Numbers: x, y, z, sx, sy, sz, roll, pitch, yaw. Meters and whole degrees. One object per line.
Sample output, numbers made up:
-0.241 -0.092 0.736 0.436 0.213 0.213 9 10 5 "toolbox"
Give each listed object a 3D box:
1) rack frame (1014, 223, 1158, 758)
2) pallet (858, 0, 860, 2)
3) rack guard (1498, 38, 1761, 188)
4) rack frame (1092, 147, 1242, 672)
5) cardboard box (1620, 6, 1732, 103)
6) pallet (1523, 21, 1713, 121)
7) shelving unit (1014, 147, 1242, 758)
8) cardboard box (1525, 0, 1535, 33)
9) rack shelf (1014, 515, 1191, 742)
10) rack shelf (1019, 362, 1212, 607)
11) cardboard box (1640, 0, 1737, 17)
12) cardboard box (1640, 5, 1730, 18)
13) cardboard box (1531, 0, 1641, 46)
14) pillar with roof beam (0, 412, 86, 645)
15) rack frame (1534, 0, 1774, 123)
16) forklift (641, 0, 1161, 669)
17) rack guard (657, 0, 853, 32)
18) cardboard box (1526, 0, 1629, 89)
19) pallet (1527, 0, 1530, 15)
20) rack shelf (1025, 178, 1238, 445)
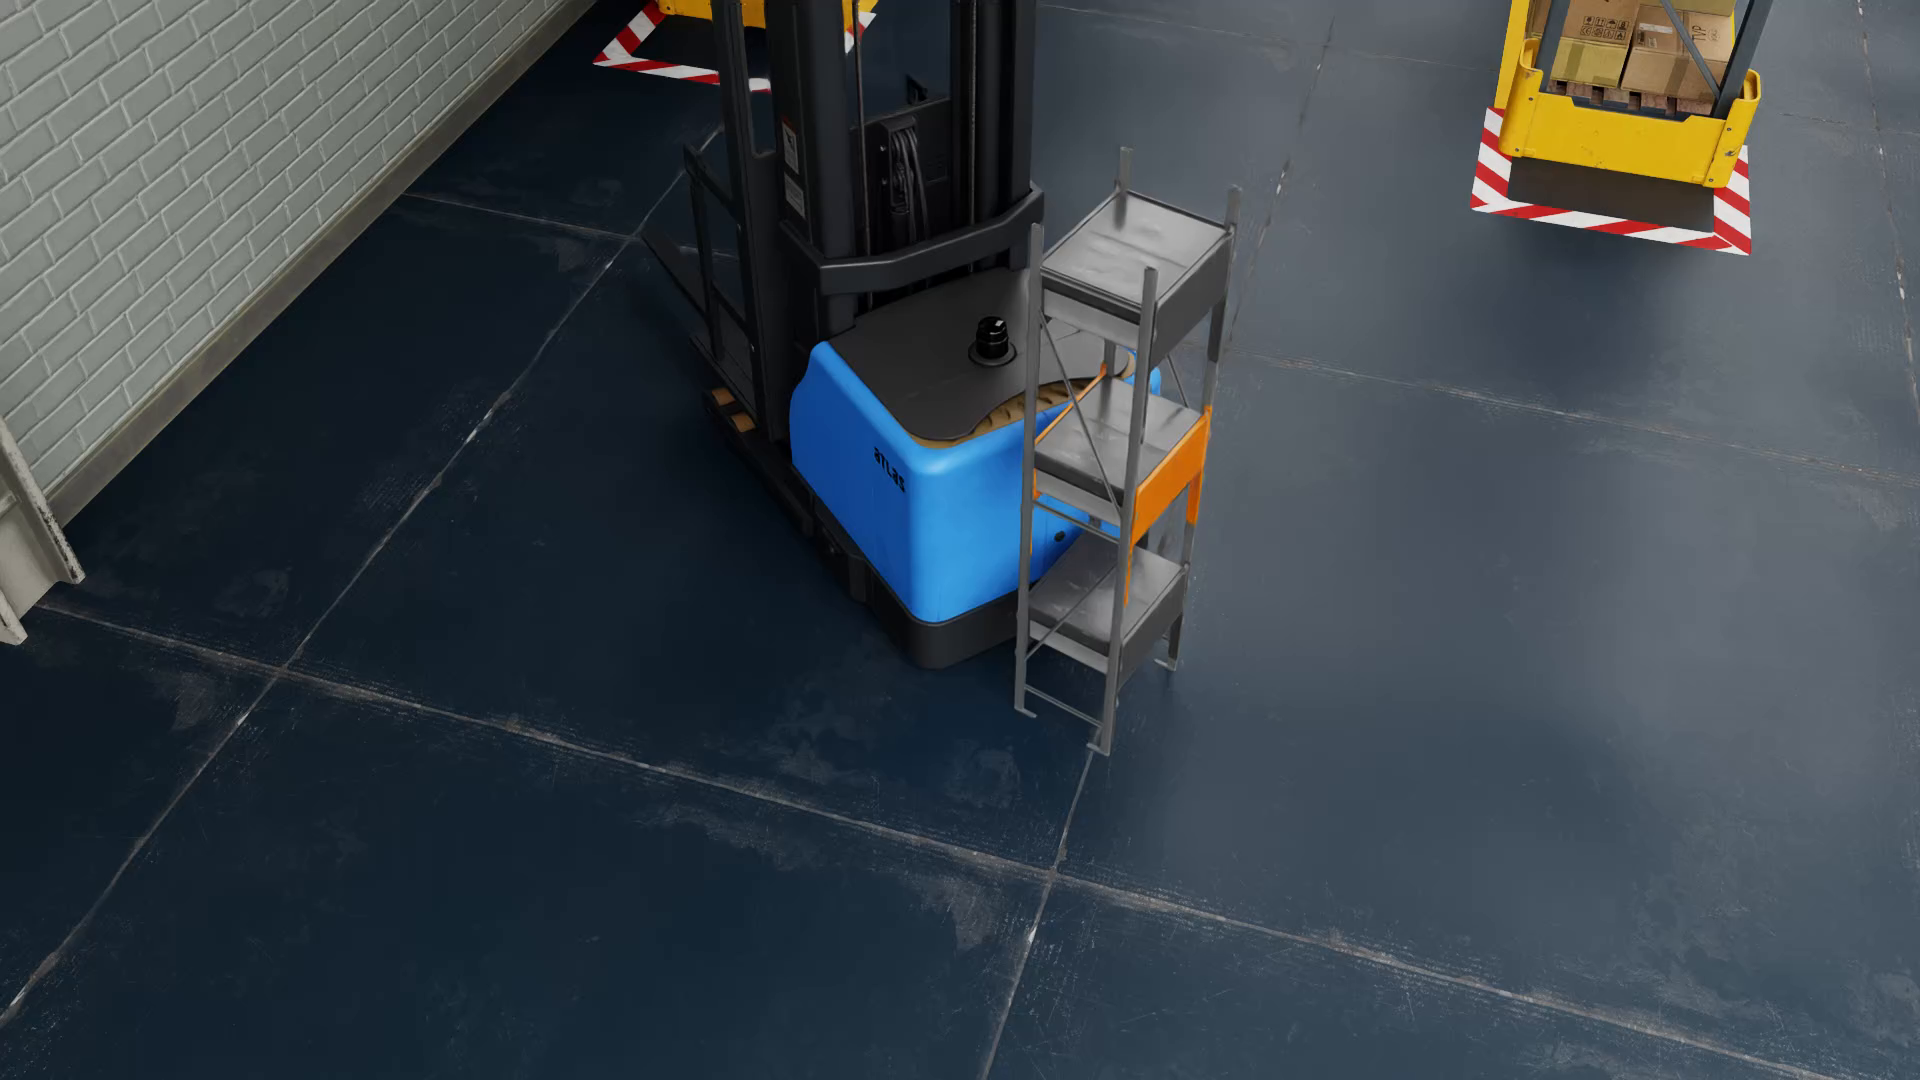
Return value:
0.368 -0.055 5.305 0.400 2.100 0.015 26 50 24 "rack frame"
-0.944 -3.772 10.454 1.003 0.211 1.213 13 46 13 "pallet"
3.468 -2.228 8.669 1.175 0.500 0.348 13 46 13 "rack guard"
0.643 -0.336 5.592 0.400 2.100 0.015 26 50 24 "rack frame"
3.849 -2.615 8.943 0.500 0.250 0.500 13 46 13 "cardboard box"
3.667 -2.659 9.317 1.003 0.211 1.213 13 46 13 "pallet"
0.506 -0.196 5.449 0.431 2.100 0.503 26 50 24 "shelving unit"
3.496 -3.061 9.399 0.500 0.250 0.500 13 46 13 "cardboard box"
0.506 0.314 5.948 0.431 0.518 0.480 26 50 24 "rack shelf"
0.506 -0.186 5.458 0.431 0.518 0.480 26 50 24 "rack shelf"
3.999 -3.217 9.022 0.500 0.500 0.500 13 46 13 "cardboard box"
3.997 -2.949 9.285 0.500 0.250 0.500 13 46 13 "cardboard box"
3.354 -2.993 8.794 0.500 0.500 0.500 13 46 13 "cardboard box"
0.426 -2.067 2.428 9.100 9.000 0.400 13 46 13 "pillar with roof beam"
3.475 -3.137 7.811 1.000 3.000 0.127 13 46 13 "rack frame"
-0.461 -1.586 6.275 1.130 2.935 3.031 -23 49 -22 "forklift"
-1.224 -3.341 9.807 1.175 0.500 0.348 13 46 13 "rack guard"
3.356 -2.725 9.056 0.500 0.250 0.500 13 46 13 "cardboard box"
4.038 -3.470 10.145 1.003 0.211 1.213 13 46 13 "pallet"
0.506 -0.686 4.969 0.431 0.518 0.480 26 50 24 "rack shelf"
